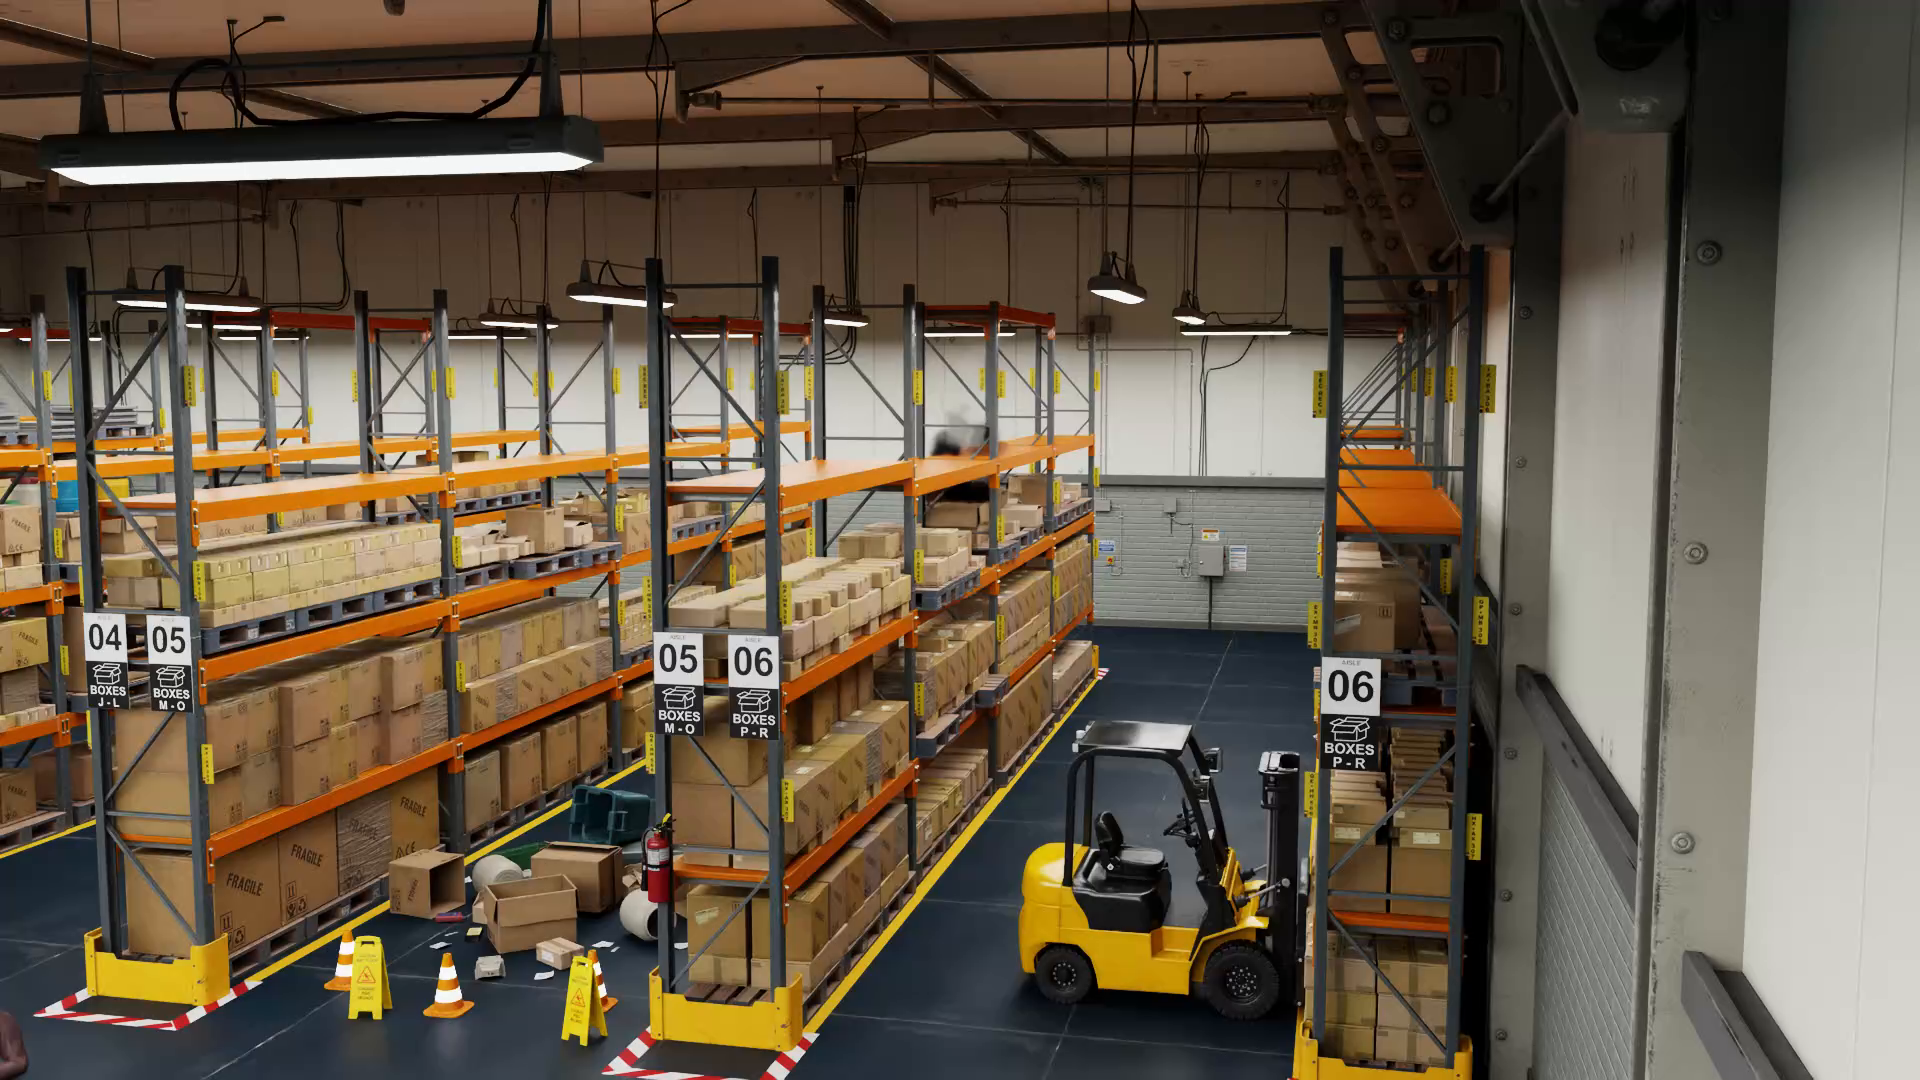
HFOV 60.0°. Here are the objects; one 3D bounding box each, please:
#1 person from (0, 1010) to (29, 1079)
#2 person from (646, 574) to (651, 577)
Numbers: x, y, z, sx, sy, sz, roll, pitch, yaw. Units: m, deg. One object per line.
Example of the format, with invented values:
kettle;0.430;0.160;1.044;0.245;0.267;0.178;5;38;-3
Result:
person;-5.641;3.322;9.406;0.680;1.832;0.903;-3;7;-31
person;-5.202;1.466;28.086;0.738;1.788;0.747;2;6;19
